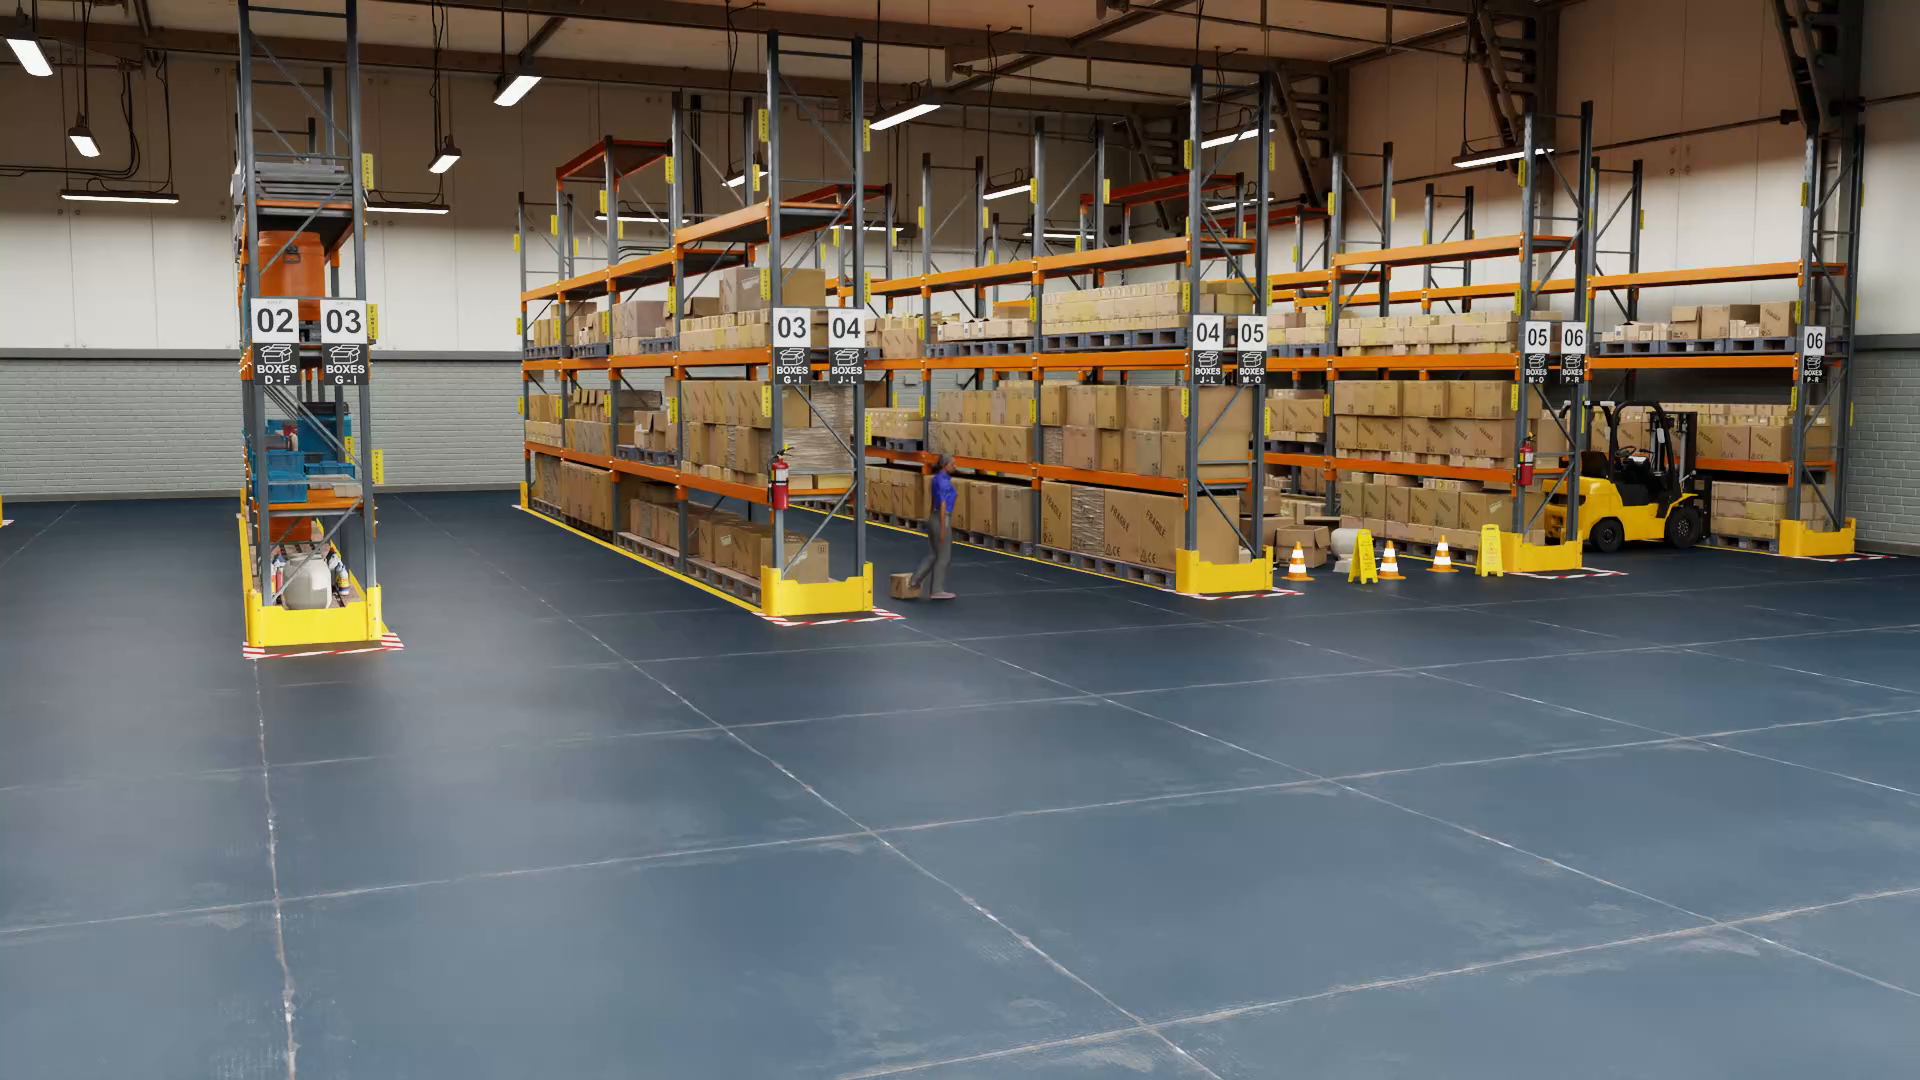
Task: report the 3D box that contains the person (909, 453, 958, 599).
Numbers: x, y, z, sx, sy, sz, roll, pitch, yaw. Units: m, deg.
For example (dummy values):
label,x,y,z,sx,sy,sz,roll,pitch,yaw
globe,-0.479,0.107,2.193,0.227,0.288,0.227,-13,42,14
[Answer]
label,x,y,z,sx,sy,sz,roll,pitch,yaw
person,-0.311,-0.159,18.681,0.520,1.648,0.547,-1,6,-15
